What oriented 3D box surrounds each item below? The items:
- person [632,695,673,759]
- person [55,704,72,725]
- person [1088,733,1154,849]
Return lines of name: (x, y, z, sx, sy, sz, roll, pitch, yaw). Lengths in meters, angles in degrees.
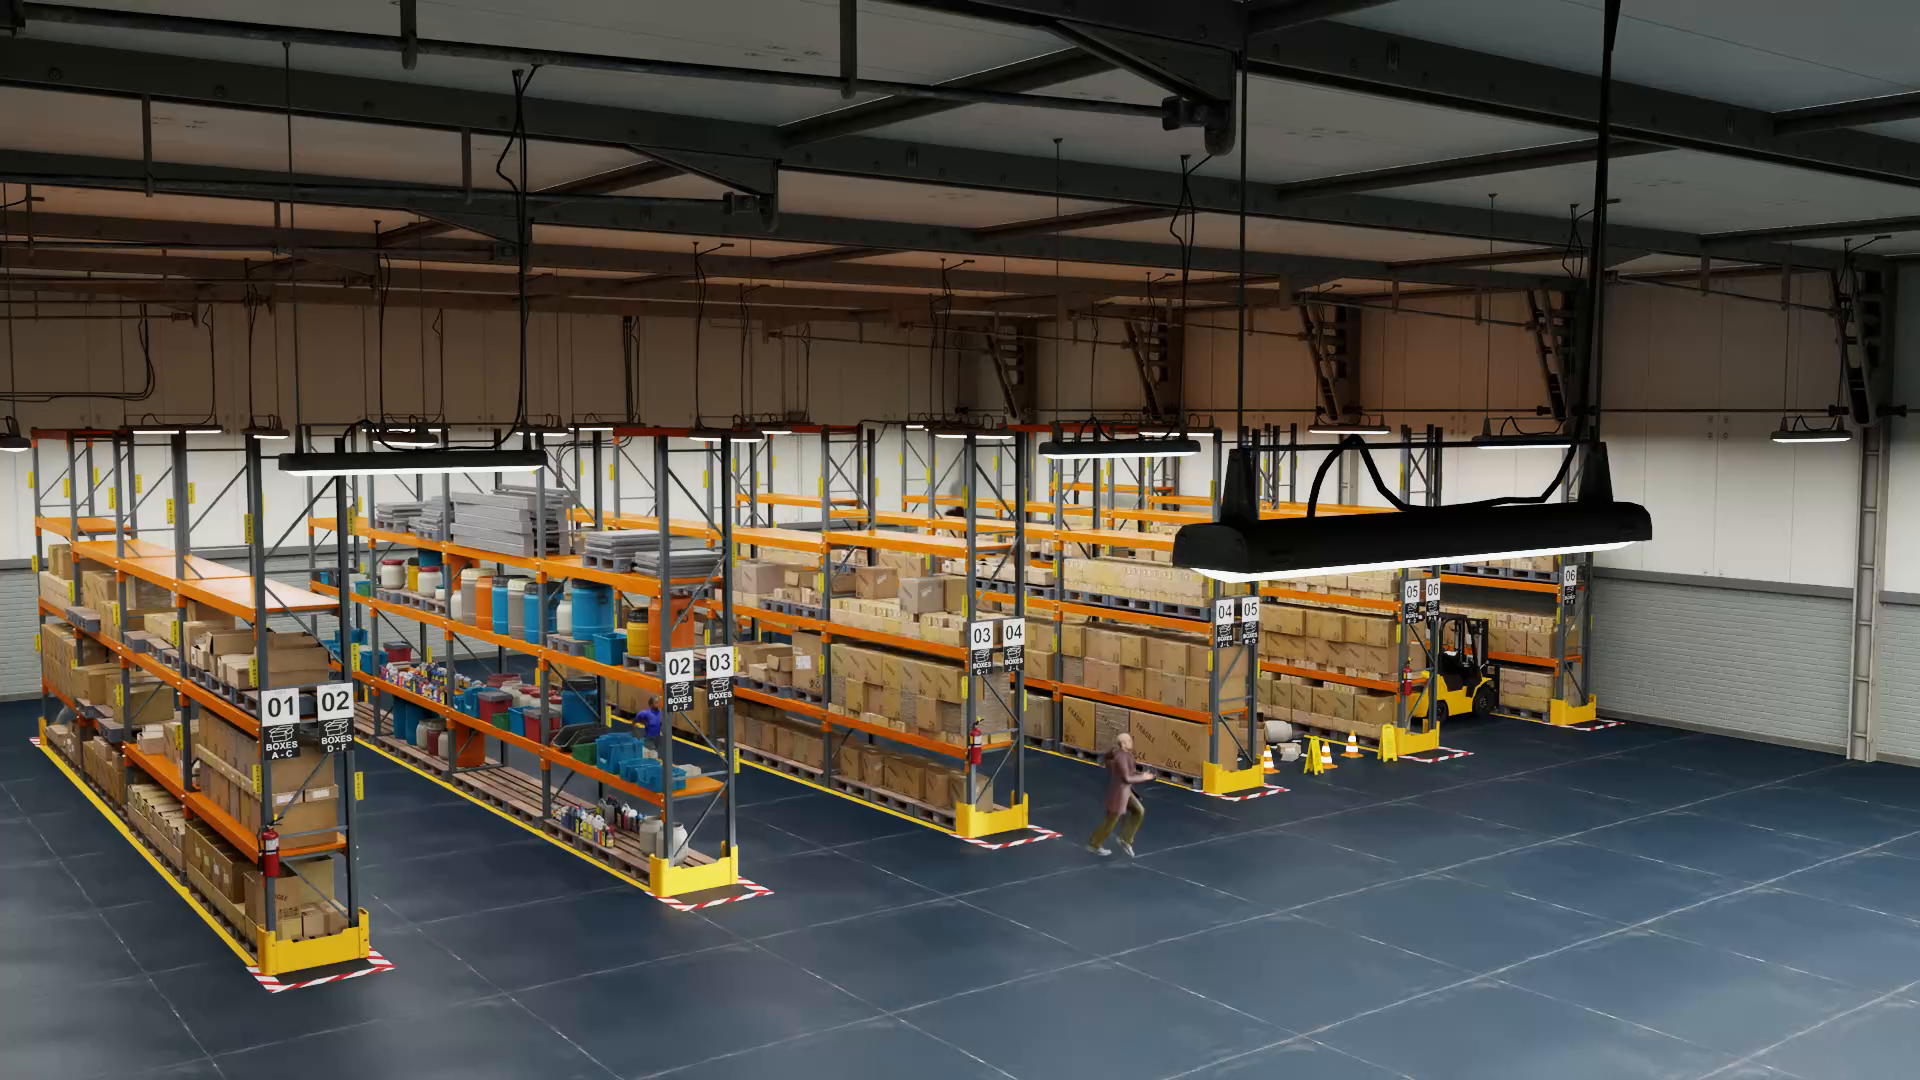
person: (-5.085, 3.383, 27.342, 0.869, 1.708, 0.505, 3, 5, 30)
person: (-17.433, 2.959, 32.651, 0.733, 1.671, 0.621, -3, 5, -34)
person: (2.273, 3.528, 23.479, 0.920, 1.642, 0.735, 1, 5, 8)
